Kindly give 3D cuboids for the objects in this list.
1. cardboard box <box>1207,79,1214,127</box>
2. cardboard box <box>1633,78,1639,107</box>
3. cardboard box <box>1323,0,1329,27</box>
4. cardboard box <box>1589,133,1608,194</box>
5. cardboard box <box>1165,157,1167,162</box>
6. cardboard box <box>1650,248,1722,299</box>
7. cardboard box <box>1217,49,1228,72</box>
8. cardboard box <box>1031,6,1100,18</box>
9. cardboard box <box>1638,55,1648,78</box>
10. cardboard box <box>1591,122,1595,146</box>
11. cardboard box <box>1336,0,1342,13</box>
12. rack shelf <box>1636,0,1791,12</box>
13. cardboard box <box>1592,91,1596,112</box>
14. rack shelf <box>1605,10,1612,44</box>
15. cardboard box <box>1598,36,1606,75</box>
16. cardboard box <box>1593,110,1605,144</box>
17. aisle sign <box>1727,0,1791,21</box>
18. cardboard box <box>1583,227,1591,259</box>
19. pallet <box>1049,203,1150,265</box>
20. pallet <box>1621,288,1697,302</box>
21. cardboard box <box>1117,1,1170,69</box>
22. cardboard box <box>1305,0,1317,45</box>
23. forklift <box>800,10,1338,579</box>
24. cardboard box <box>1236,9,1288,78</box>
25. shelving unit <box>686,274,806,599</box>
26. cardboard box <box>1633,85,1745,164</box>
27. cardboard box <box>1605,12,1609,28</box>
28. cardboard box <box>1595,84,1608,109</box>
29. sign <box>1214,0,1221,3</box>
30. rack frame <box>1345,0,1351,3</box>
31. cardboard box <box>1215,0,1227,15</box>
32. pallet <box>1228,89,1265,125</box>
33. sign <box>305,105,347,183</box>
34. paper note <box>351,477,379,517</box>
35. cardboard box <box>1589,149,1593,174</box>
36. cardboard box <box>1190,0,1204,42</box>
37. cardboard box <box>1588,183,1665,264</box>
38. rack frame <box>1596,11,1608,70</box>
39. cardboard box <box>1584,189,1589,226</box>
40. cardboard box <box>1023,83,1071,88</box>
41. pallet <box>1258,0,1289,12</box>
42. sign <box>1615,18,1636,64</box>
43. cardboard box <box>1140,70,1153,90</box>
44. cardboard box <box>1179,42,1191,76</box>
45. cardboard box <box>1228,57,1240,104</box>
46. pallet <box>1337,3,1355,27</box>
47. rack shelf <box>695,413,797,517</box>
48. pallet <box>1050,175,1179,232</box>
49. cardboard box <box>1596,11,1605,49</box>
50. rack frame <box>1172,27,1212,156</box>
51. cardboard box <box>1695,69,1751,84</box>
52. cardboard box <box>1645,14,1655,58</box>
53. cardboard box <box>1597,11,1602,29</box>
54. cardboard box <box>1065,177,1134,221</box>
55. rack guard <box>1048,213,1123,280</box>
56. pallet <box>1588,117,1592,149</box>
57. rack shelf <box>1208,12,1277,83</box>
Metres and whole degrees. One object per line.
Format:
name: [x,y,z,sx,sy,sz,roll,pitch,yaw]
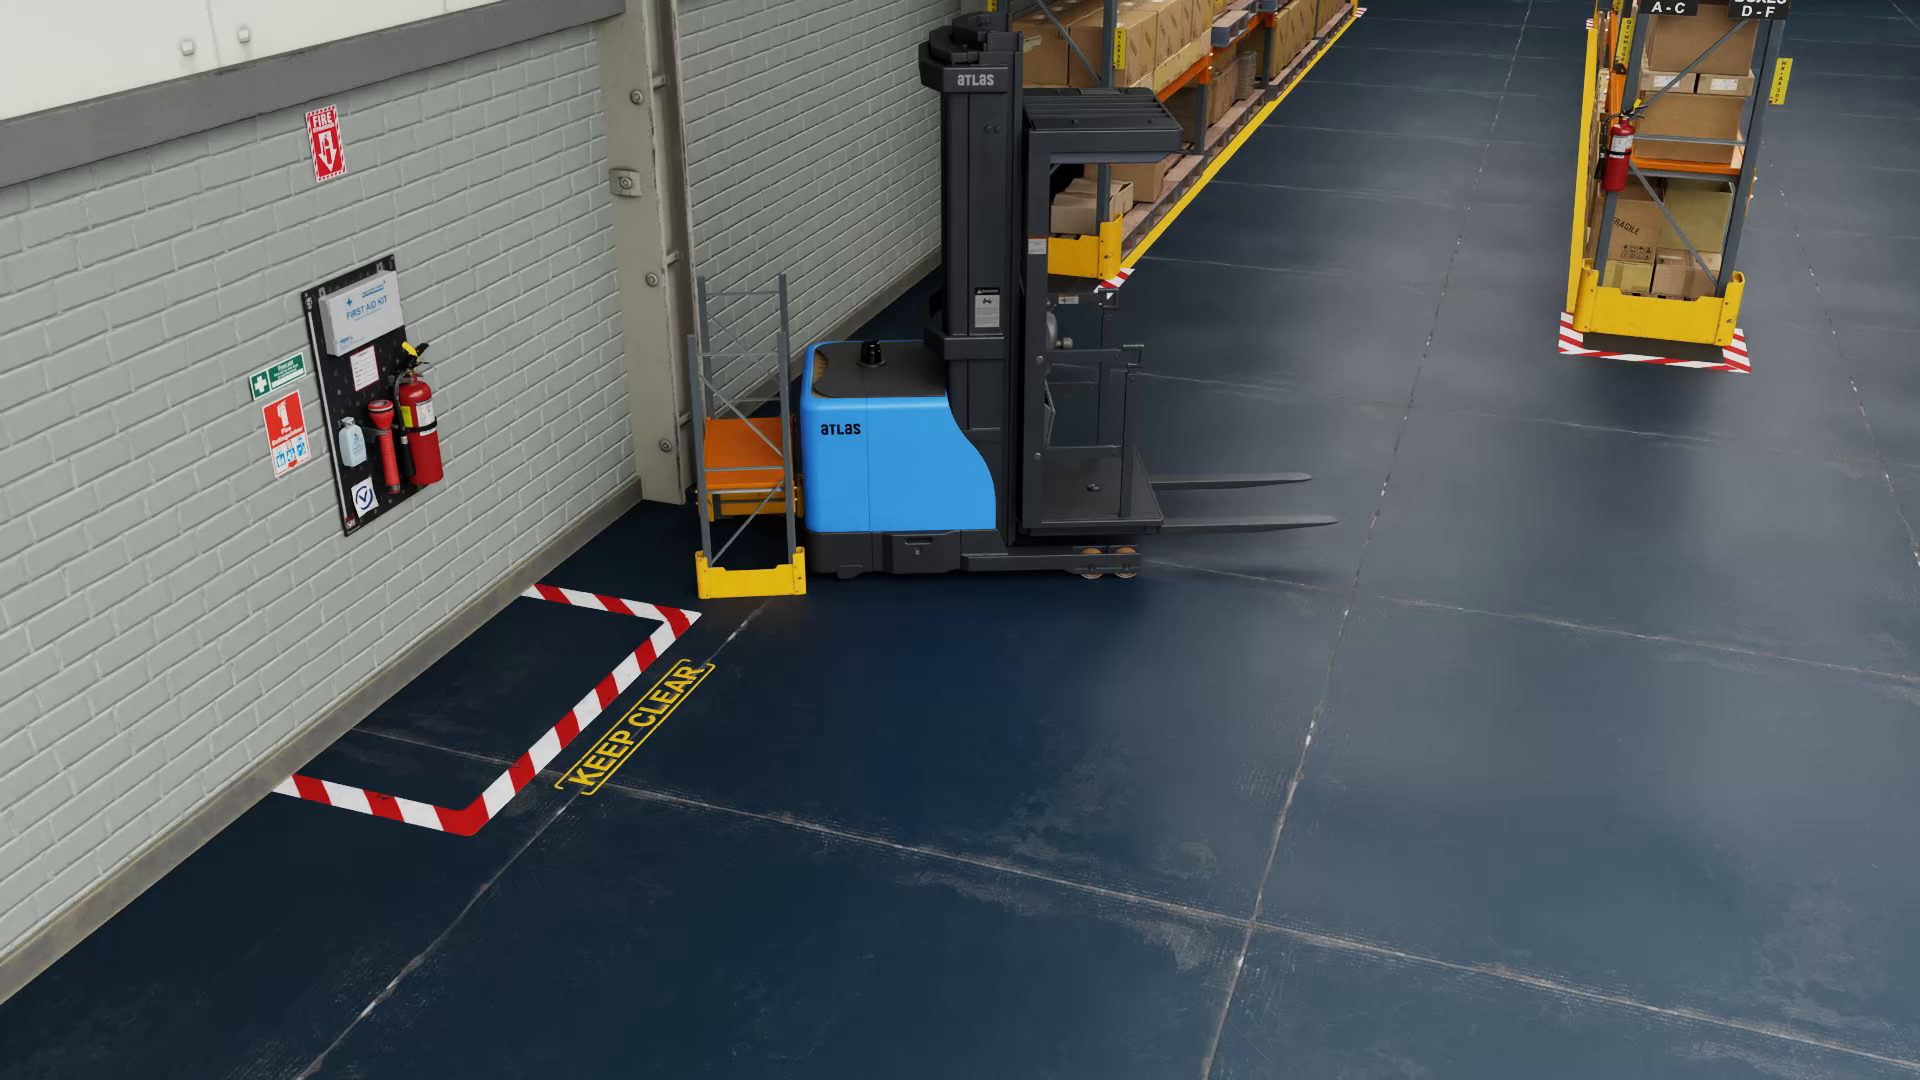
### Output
cardboard box: [2.480,-4.963,18.923,0.700,0.500,0.500,8,27,16]
cardboard box: [6.148,-3.877,14.201,0.700,0.500,0.500,10,27,19]
cardboard box: [5.304,-8.216,25.663,0.700,0.500,0.500,8,27,17]
cardboard box: [6.017,-3.382,15.106,0.500,0.500,0.500,9,27,17]
cardboard box: [1.976,-4.065,17.449,0.380,0.166,0.250,5,26,11]
cardboard box: [5.856,-2.145,13.411,0.500,0.250,0.500,9,27,17]
cardboard box: [2.852,-5.680,19.541,0.500,0.250,0.500,9,27,17]
cardboard box: [0.928,-4.431,14.749,0.500,0.500,0.500,9,27,18]
cardboard box: [5.586,-3.740,13.173,0.380,0.149,0.250,8,27,17]
cardboard box: [7.174,-4.440,18.151,0.500,0.250,0.500,9,27,18]
cardboard box: [5.814,-8.854,26.980,0.700,0.500,0.500,9,27,17]
rack shelf: [6.133,-4.854,13.716,1.077,0.370,4.000,9,27,17]
cardboard box: [7.679,-5.072,19.456,0.500,0.250,0.500,9,27,17]
rack shelf: [8.795,-6.791,21.159,1.077,0.370,4.000,9,27,17]
cardboard box: [8.561,-6.213,21.505,0.500,0.500,0.500,8,27,15]
cardboard box: [6.830,-4.276,17.169,0.500,0.311,0.500,10,27,19]
aisle sign: [5.735,-4.104,11.801,0.394,0.787,0.004,9,27,17]
cardboard box: [5.523,-2.427,13.994,0.500,0.250,0.500,9,27,17]
pallet: [1.124,-2.827,15.347,1.003,0.211,1.213,9,27,17]
pallet: [5.683,-2.071,13.784,1.003,0.211,1.213,9,27,17]
cardboard box: [1.589,-4.567,15.029,0.500,0.500,0.500,8,27,16]
cardboard box: [4.695,-7.589,23.967,0.750,0.750,0.750,9,27,18]
forklift: [0.621,-1.333,9.140,3.031,2.935,1.130,-1,26,-3]
cardboard box: [3.826,-6.514,21.748,0.750,0.750,0.750,8,27,17]
shelving unit: [-1.187,-0.600,9.267,0.587,1.500,1.083,-2,26,-5]
cardboard box: [5.635,-3.240,12.886,0.700,0.500,0.500,9,27,17]
cardboard box: [8.737,-6.773,21.799,0.500,0.250,0.500,9,27,18]
cardboard box: [7.340,-4.898,18.454,0.500,0.311,0.500,8,27,16]
sign: [2.640,-5.680,17.046,0.100,0.325,0.005,9,27,17]
rack frame: [6.119,-10.297,27.576,1.000,3.000,0.127,9,27,17]
cardboard box: [2.521,-6.042,18.167,0.700,0.500,0.500,12,28,23]
pallet: [3.196,-5.434,20.731,1.003,0.211,1.213,9,27,17]
sign: [-2.739,-1.714,7.188,0.001,0.298,0.199,9,27,17]
paper note: [-2.767,-0.200,7.733,0.016,0.148,0.142,9,27,17]
cardboard box: [6.663,-3.813,16.857,0.500,0.250,0.500,8,27,17]
cardboard box: [2.100,-5.200,16.336,0.500,0.500,0.500,9,27,17]
cardboard box: [5.366,-2.558,13.404,0.500,0.500,0.500,9,27,17]
rack frame: [9.461,-7.937,22.700,1.000,3.000,0.127,9,27,17]
cardboard box: [6.016,-3.045,15.269,0.500,0.250,0.500,9,27,17]
cardboard box: [0.768,-3.884,14.479,0.500,0.250,0.500,9,27,18]
pallet: [3.321,-6.615,20.191,1.213,0.211,1.003,9,27,17]
sign: [4.961,-3.718,12.386,0.100,0.325,0.005,9,27,17]
cardboard box: [1.416,-4.034,14.788,0.500,0.250,0.500,8,27,16]
cardboard box: [1.928,-4.656,16.074,0.500,0.250,0.500,9,27,17]
cardboard box: [2.986,-5.584,20.205,0.700,0.500,0.500,9,27,17]
pallet: [5.927,-8.702,27.481,1.003,0.211,1.213,9,27,17]
rack shelf: [-1.186,-0.434,9.337,0.538,0.185,1.000,-2,26,-5]
pallet: [1.532,-3.327,16.379,1.003,0.211,1.213,9,27,17]
cardboard box: [9.383,-7.285,23.718,0.500,0.500,0.500,9,27,17]
rack frame: [2.126,-5.366,17.391,1.000,3.000,0.127,9,27,17]
cardboard box: [5.887,-3.581,12.845,0.380,0.149,0.250,8,27,16]
cardboard box: [5.823,-4.063,13.096,0.700,0.500,0.500,8,27,16]
cardboard box: [10.011,-7.948,25.373,0.500,0.250,0.500,9,27,17]
cardboard box: [1.300,-3.216,15.530,0.500,0.311,0.500,11,28,22]
rack guard: [0.820,-2.628,14.605,1.175,0.500,0.348,9,27,17]
pallet: [7.819,-4.705,19.226,1.003,0.211,1.213,9,27,17]
rack shelf: [2.792,-5.864,19.245,1.077,0.370,4.000,9,27,17]
